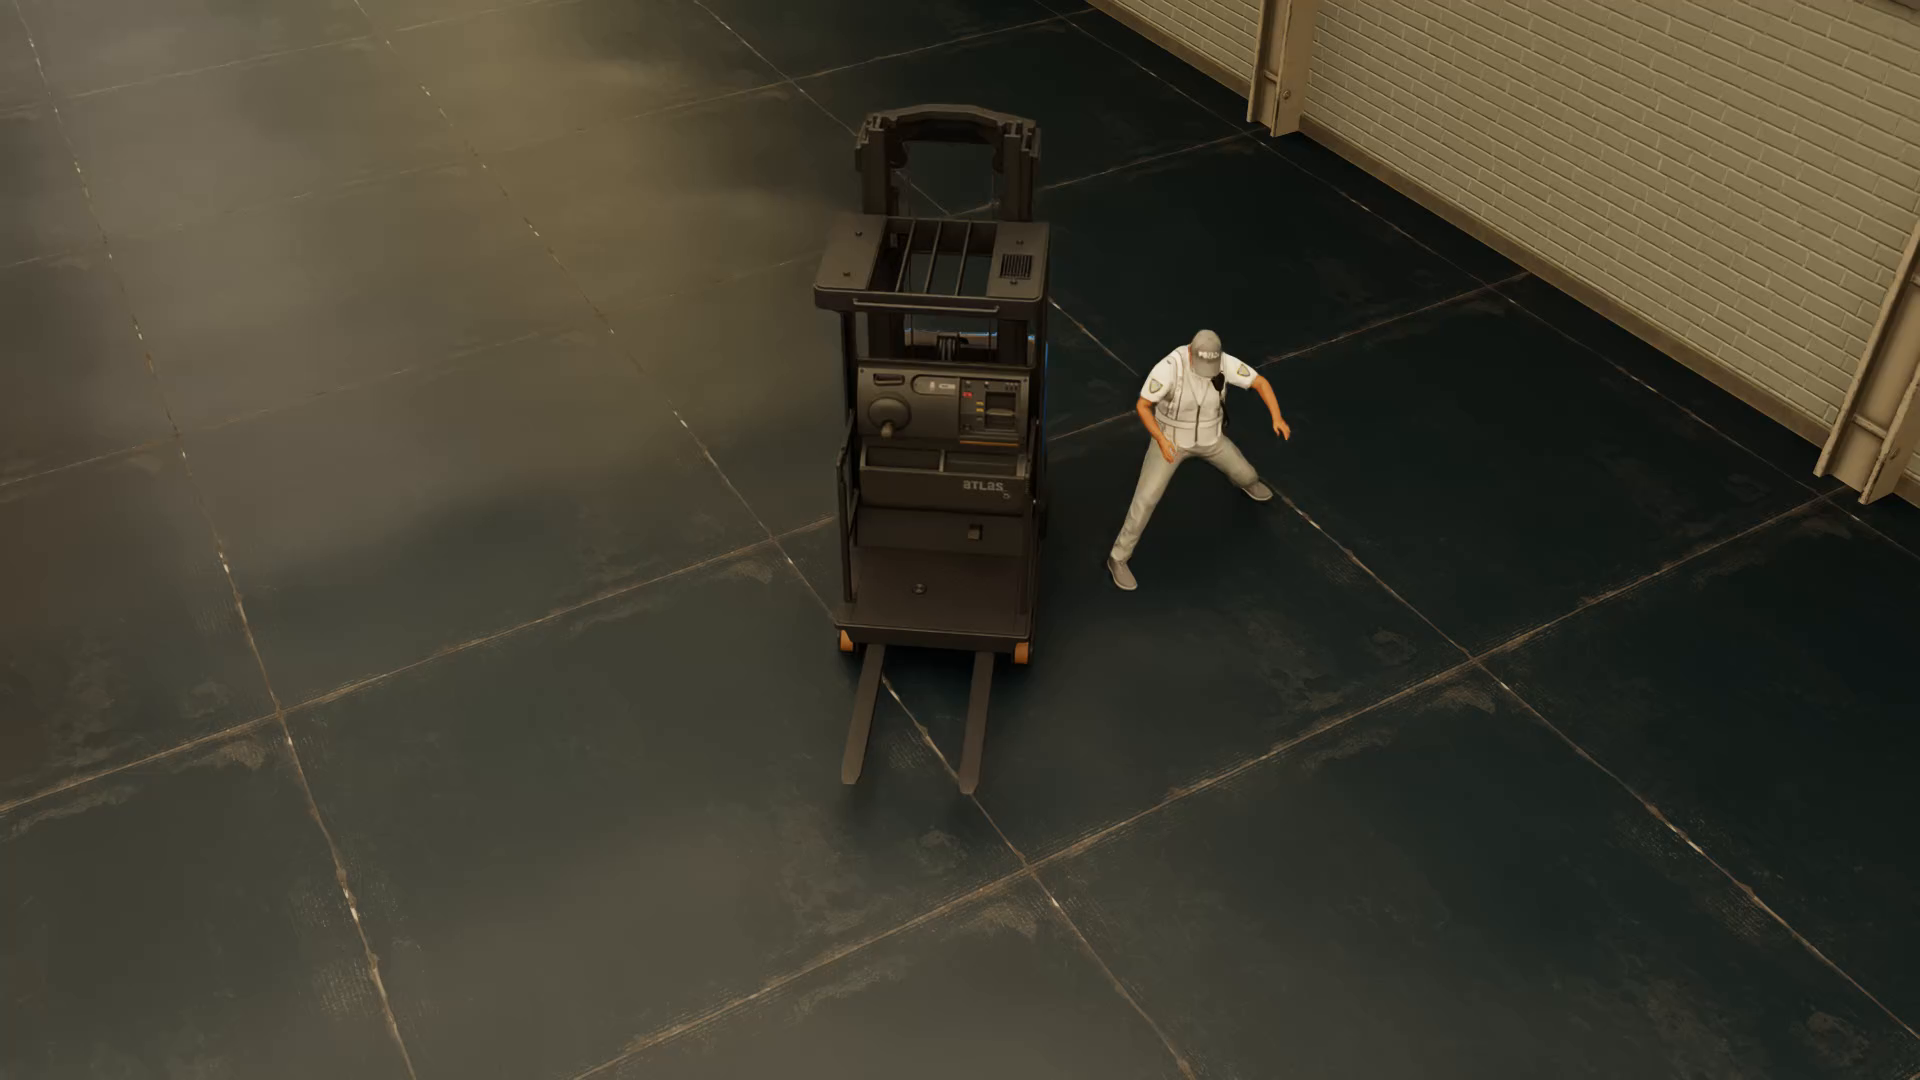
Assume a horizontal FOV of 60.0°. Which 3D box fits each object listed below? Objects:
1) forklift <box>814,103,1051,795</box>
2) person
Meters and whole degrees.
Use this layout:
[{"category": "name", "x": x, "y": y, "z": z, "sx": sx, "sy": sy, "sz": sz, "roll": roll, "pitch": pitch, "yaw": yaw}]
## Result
[{"category": "forklift", "x": -0.112, "y": -0.652, "z": 8.822, "sx": 1.130, "sy": 2.935, "sz": 3.031, "roll": 4, "pitch": 40, "yaw": 5}, {"category": "person", "x": 1.453, "y": -0.589, "z": 9.893, "sx": 1.207, "sy": 1.467, "sz": 0.908, "roll": -7, "pitch": 40, "yaw": -8}]
